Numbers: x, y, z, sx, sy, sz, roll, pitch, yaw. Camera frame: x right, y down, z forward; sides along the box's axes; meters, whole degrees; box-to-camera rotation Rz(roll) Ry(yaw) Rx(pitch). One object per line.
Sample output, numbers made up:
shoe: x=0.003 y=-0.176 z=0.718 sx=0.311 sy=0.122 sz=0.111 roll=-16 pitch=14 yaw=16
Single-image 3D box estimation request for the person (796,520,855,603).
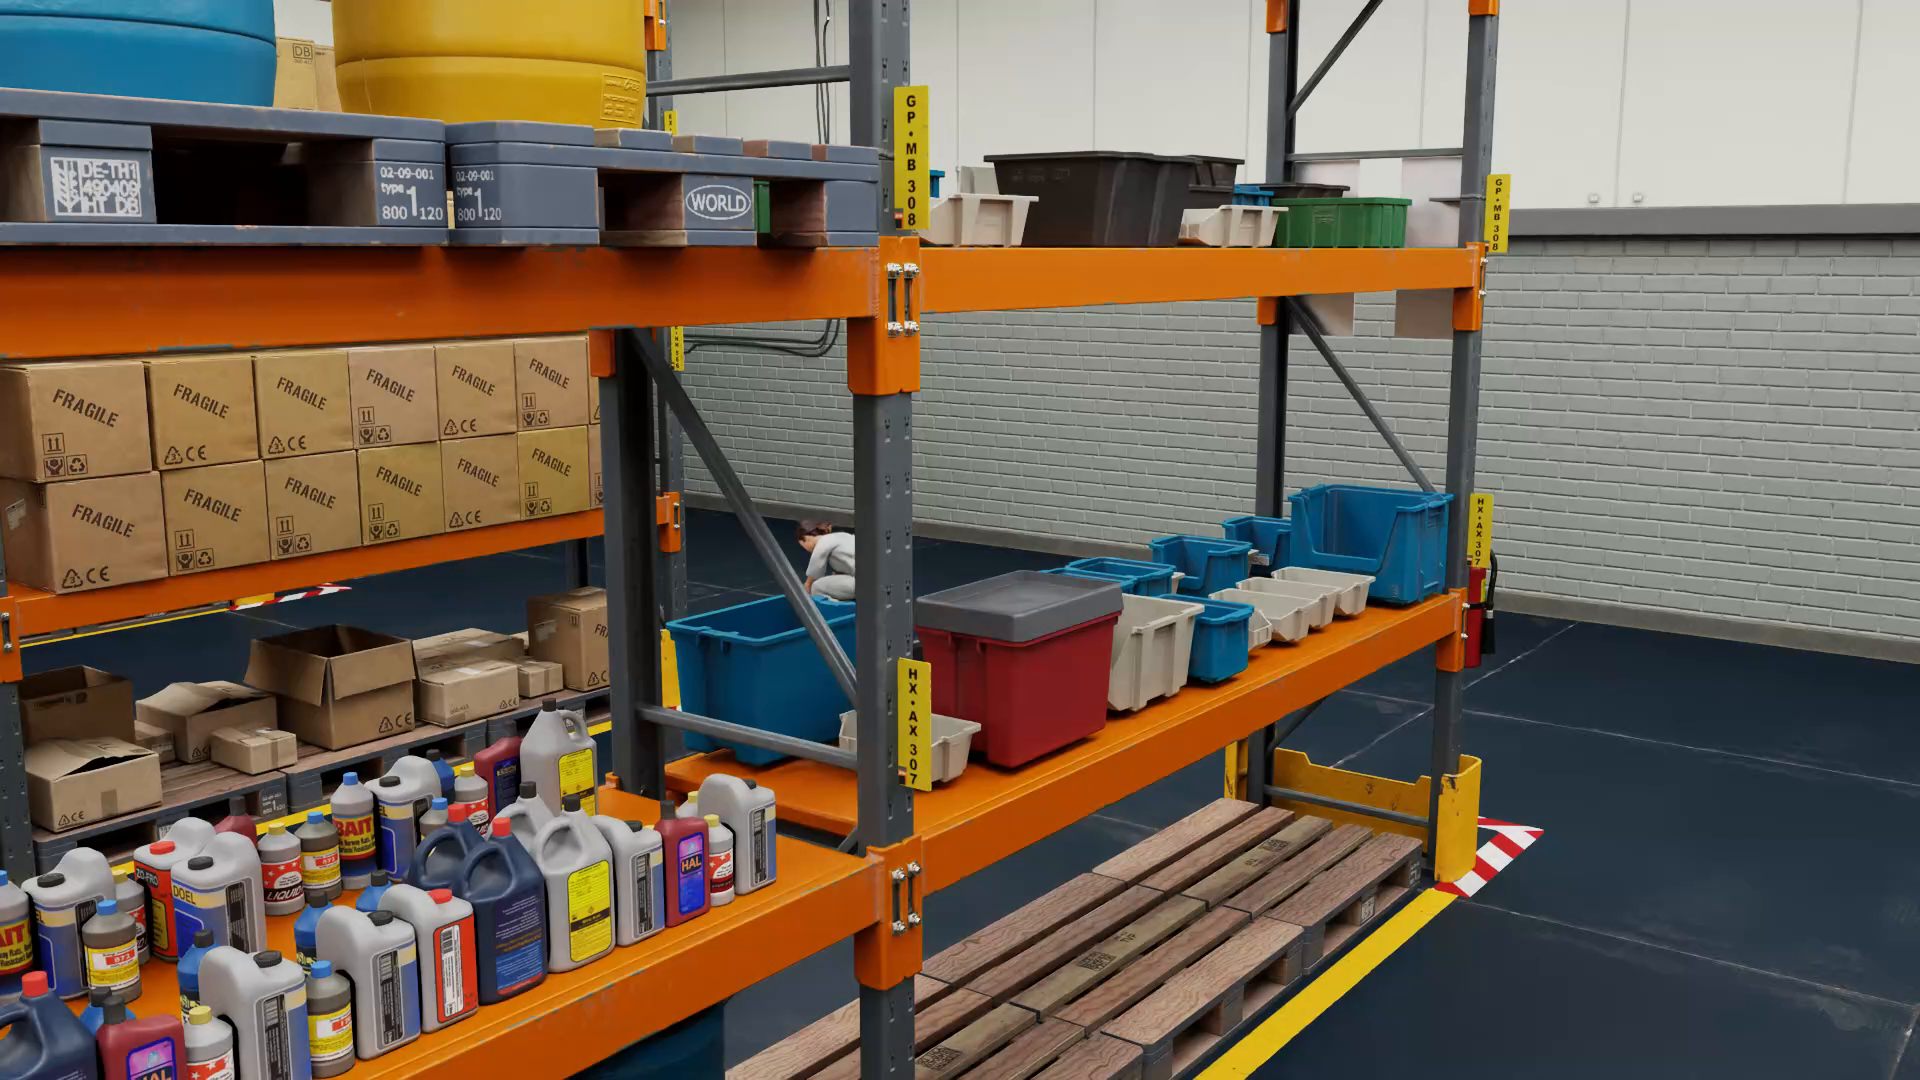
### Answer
person: x=-0.866 y=0.311 z=12.376 sx=0.801 sy=0.734 sz=0.477 roll=7 pitch=12 yaw=36
